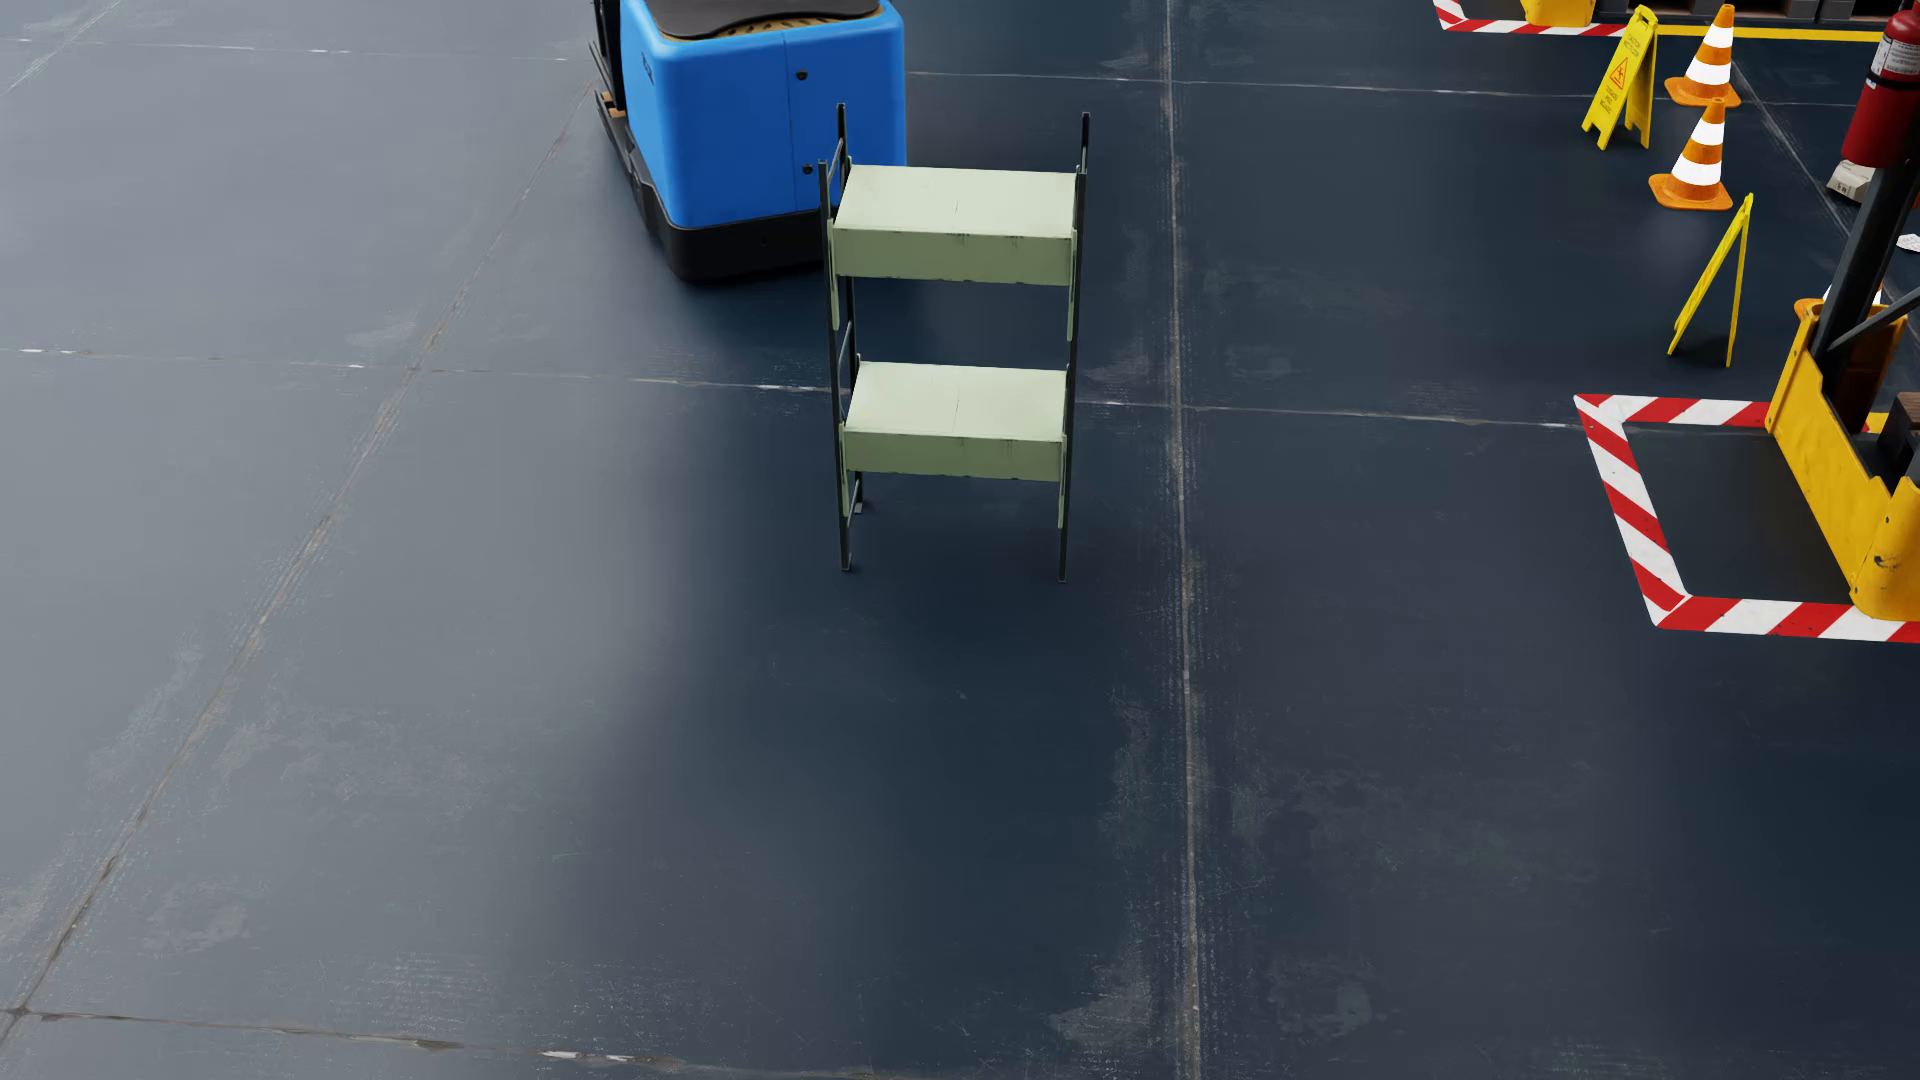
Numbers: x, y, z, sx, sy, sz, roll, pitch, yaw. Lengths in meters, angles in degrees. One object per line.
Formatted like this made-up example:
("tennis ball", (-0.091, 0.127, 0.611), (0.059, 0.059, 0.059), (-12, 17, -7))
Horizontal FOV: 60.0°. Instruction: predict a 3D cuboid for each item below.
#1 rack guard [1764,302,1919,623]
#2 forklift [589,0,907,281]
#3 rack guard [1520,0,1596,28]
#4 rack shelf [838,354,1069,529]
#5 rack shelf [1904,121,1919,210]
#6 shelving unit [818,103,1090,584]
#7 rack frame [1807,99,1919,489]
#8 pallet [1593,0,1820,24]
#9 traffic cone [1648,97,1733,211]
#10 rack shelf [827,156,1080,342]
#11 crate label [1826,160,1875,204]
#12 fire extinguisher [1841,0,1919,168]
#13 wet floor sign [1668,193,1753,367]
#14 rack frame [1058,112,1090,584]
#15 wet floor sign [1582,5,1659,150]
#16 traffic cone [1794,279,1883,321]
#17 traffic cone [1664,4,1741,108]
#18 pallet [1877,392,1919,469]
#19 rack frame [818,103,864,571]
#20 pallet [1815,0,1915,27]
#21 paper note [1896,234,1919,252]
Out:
("rack guard", (3.169, -0.294, 5.716), (0.348, 0.500, 1.175), (3, 39, 4))
("forklift", (-1.171, -3.161, 7.312), (1.130, 2.935, 3.031), (-12, 41, -15))
("rack guard", (3.396, -3.419, 9.554), (0.348, 0.500, 1.175), (3, 39, 4))
("rack shelf", (-0.007, -0.329, 5.483), (0.720, 0.370, 0.431), (3, 39, 4))
("rack shelf", (5.086, -0.880, 5.025), (4.000, 0.370, 1.077), (3, 39, 4))
("shelving unit", (-0.007, -0.582, 5.277), (0.755, 1.500, 0.431), (3, 39, 4))
("rack frame", (3.094, -1.268, 4.932), (0.127, 3.000, 1.000), (3, 39, 4))
("pallet", (4.223, -3.311, 9.650), (1.213, 0.211, 1.003), (3, 39, 4))
("traffic cone", (3.390, -1.789, 7.581), (0.334, 0.463, 0.336), (3, 39, 4))
("rack shelf", (-0.007, -0.885, 5.031), (0.720, 0.370, 0.431), (3, 39, 4))
("crate label", (4.179, -1.658, 7.679), (0.298, 0.136, 0.250), (-16, 42, -19))
("fire extinguisher", (3.019, -1.534, 5.320), (0.183, 0.674, 0.296), (3, 39, 4))
("wet floor sign", (2.997, -1.038, 6.514), (0.232, 0.644, 0.267), (16, 42, 19))
("rack frame", (0.358, -0.562, 5.252), (0.023, 1.500, 0.400), (3, 39, 4))
("wet floor sign", (3.220, -2.230, 7.978), (0.232, 0.644, 0.267), (-3, 39, -4))
("traffic cone", (3.633, -1.072, 6.701), (0.334, 0.463, 0.336), (3, 39, 4))
("traffic cone", (3.827, -2.481, 8.431), (0.334, 0.463, 0.336), (3, 39, 4))
("pallet", (3.976, -0.116, 5.725), (1.213, 0.211, 1.003), (3, 39, 4))
("rack frame", (-0.371, -0.602, 5.301), (0.023, 1.500, 0.400), (3, 39, 4))
("pallet", (5.436, -3.243, 9.567), (1.213, 0.211, 1.003), (3, 39, 4))
("paper note", (4.207, -1.317, 7.344), (0.142, 0.019, 0.148), (-10, 40, -12))
